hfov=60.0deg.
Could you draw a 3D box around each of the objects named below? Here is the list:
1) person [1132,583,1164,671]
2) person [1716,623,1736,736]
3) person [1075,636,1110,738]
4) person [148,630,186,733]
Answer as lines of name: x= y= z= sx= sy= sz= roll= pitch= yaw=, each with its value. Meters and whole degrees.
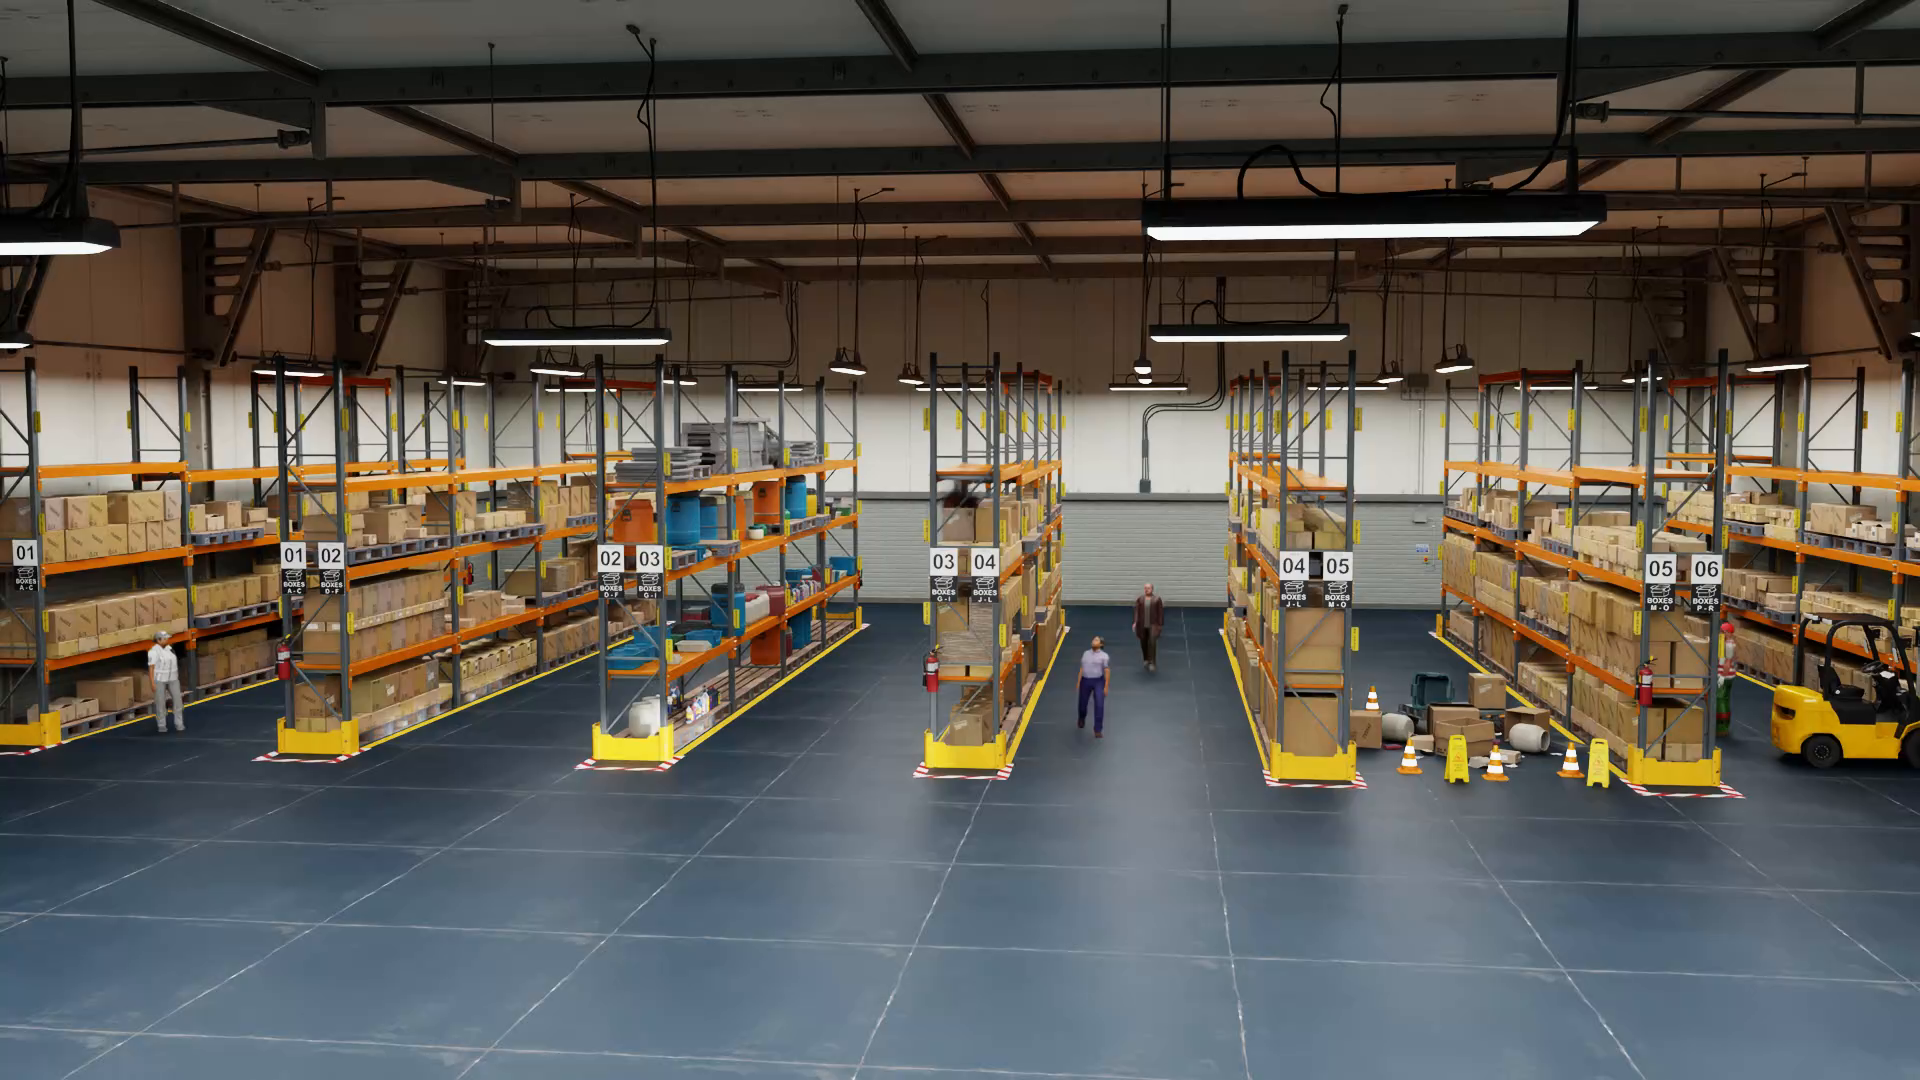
person: x=3.795 y=1.732 z=33.597 sx=0.624 sy=1.723 sz=1.068 roll=1 pitch=4 yaw=11
person: x=12.245 y=2.227 z=26.703 sx=0.423 sy=1.800 sz=0.603 roll=3 pitch=5 yaw=40
person: x=2.113 y=2.323 z=26.553 sx=0.554 sy=1.585 sz=0.674 roll=0 pitch=4 yaw=1
person: x=-12.883 y=2.282 z=26.935 sx=0.413 sy=1.658 sz=0.557 roll=4 pitch=5 yaw=42
